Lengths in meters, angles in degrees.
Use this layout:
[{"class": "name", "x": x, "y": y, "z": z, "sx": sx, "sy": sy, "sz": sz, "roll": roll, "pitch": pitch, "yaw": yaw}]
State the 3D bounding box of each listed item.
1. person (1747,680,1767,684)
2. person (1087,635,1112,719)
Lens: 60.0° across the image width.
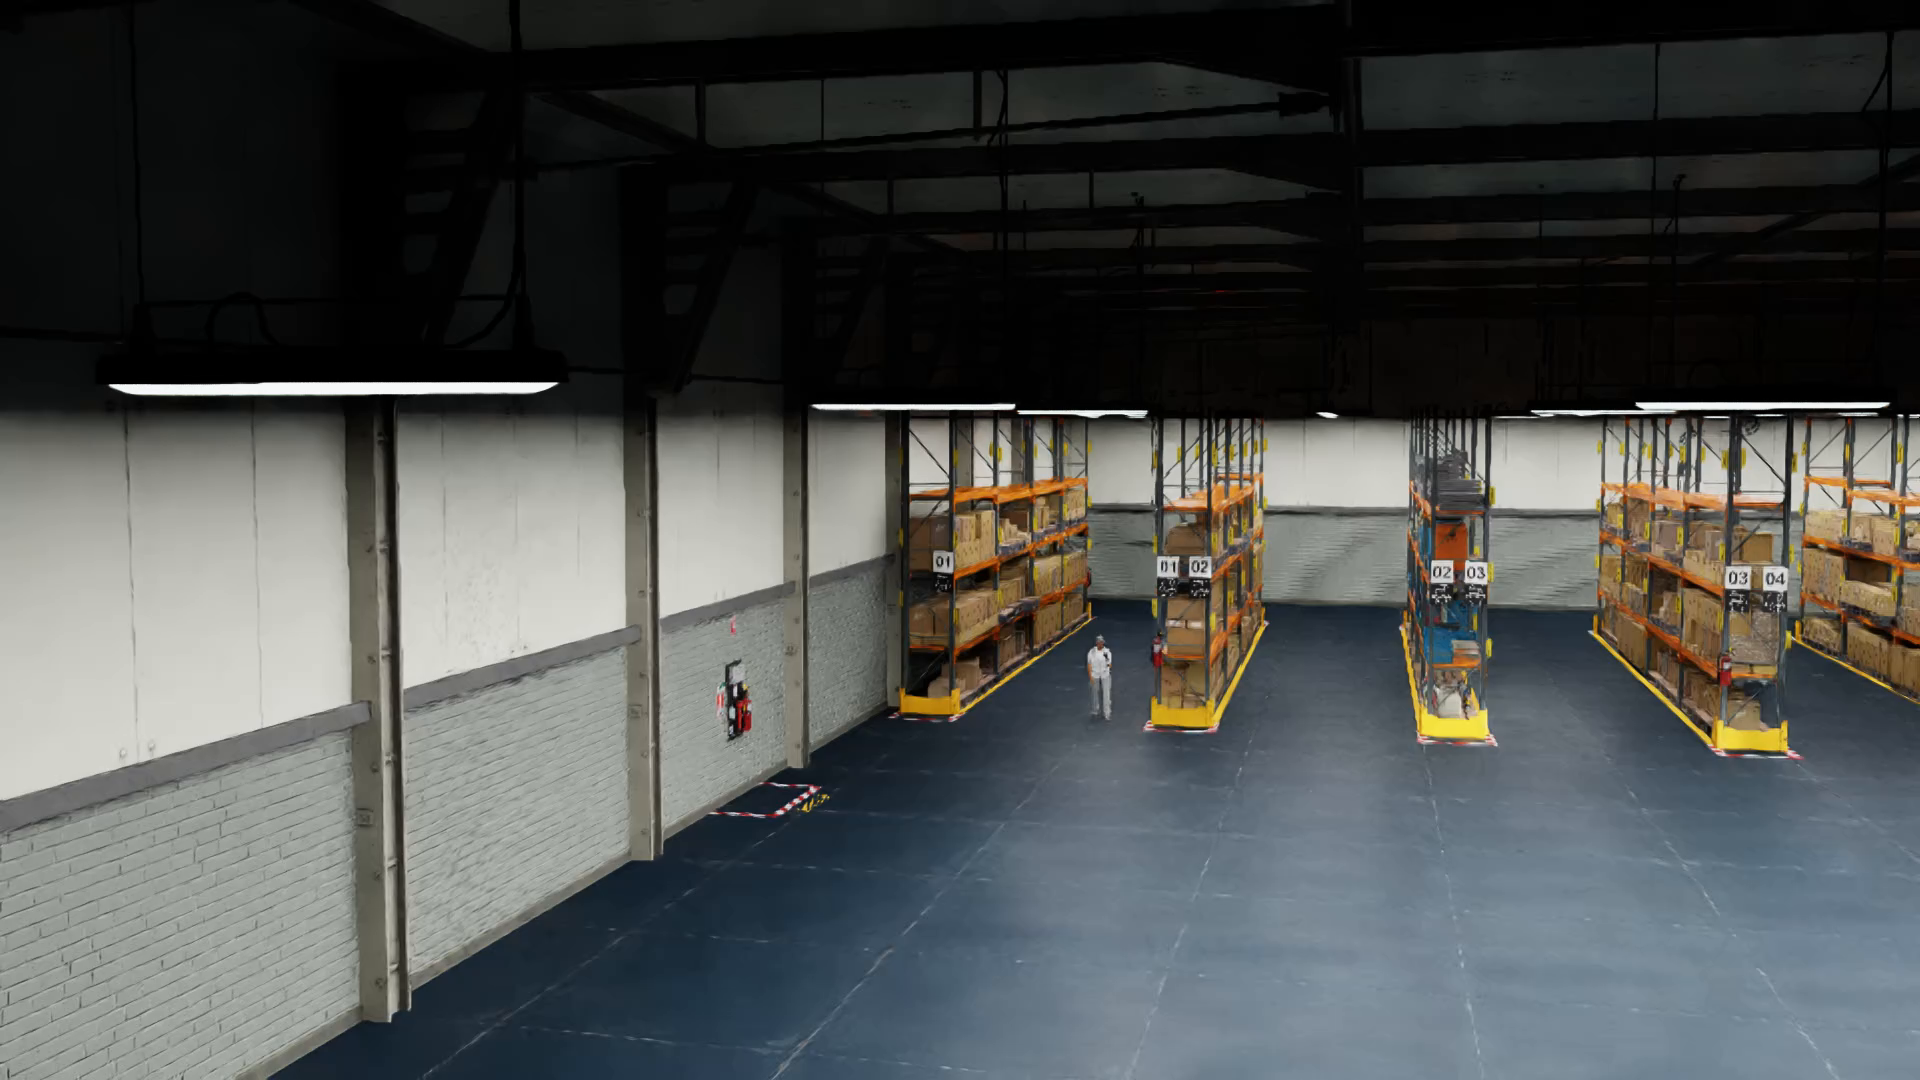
[{"class": "person", "x": 17.387, "y": 2.332, "z": 36.105, "sx": 0.580, "sy": 1.618, "sz": 0.507, "roll": 1, "pitch": 4, "yaw": 12}, {"class": "person", "x": 2.682, "y": 2.618, "z": 31.974, "sx": 0.490, "sy": 1.597, "sz": 0.999, "roll": 0, "pitch": 4, "yaw": 6}]
